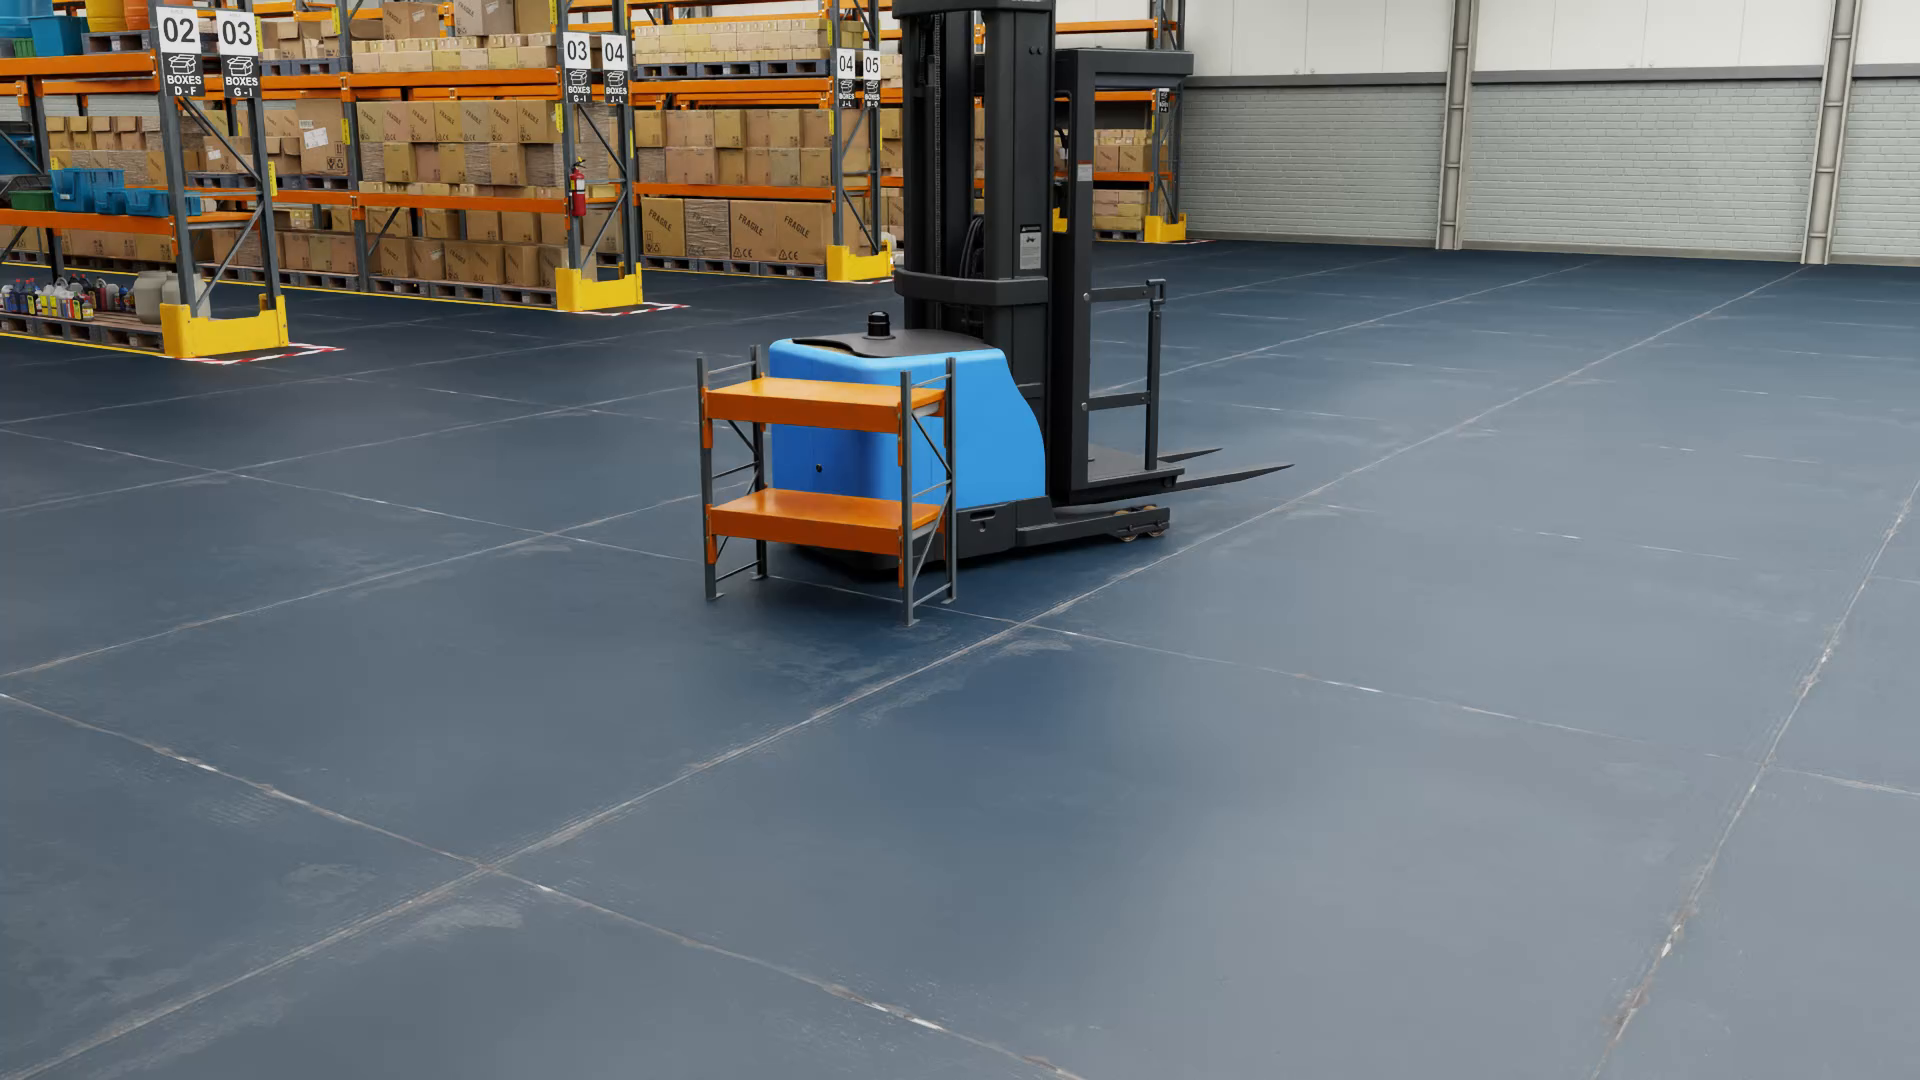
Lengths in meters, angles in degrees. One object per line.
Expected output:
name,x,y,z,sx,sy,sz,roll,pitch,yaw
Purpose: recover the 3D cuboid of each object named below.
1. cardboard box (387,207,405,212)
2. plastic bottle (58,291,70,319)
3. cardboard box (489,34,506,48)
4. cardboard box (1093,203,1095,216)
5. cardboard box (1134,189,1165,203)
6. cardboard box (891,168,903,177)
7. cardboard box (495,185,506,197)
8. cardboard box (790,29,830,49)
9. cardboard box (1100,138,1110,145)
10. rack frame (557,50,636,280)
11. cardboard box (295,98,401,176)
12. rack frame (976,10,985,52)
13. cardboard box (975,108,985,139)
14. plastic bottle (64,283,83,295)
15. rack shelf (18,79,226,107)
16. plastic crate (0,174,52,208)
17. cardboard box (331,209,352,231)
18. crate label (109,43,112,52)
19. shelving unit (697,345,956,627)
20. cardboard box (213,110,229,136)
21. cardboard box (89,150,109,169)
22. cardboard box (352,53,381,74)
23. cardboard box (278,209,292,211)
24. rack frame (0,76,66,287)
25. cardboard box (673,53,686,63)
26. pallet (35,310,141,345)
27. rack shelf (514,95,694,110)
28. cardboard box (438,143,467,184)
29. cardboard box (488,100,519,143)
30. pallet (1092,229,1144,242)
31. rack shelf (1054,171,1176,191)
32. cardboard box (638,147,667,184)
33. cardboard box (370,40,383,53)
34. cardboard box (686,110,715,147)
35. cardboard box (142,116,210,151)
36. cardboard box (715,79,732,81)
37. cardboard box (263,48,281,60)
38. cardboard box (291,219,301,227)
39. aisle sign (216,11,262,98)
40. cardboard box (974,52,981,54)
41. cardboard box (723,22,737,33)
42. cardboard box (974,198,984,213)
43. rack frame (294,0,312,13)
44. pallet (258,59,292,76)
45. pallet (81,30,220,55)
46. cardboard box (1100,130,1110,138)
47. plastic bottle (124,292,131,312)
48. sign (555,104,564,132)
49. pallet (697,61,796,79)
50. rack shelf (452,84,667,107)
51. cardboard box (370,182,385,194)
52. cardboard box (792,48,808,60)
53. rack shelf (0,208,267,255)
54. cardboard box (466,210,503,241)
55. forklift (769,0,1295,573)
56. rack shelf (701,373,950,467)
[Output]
cardboard box,-9.675,-5.884,29.118,0.500,0.250,0.500,10,17,34
plastic bottle,-9.179,-2.426,17.132,0.135,0.276,0.152,9,16,31
cardboard box,-5.402,-5.959,19.892,0.250,0.149,0.380,9,17,33
cardboard box,2.532,-6.520,32.728,0.500,0.250,0.500,9,16,32
cardboard box,3.668,-6.728,32.526,0.500,0.250,0.500,9,16,32
cardboard box,-0.987,-6.416,29.021,0.250,0.149,0.380,9,17,33
cardboard box,-5.515,-4.315,20.536,0.250,0.149,0.380,9,17,33
cardboard box,-2.047,-7.070,23.511,0.500,0.250,0.500,9,17,34
cardboard box,2.908,-7.736,32.273,0.250,0.149,0.380,9,17,32
rack frame,-4.337,-4.305,19.971,0.127,3.000,1.000,9,17,33
cardboard box,-8.237,-5.471,22.559,1.000,1.000,1.000,9,17,33
rack frame,0.642,-10.720,33.400,0.127,3.000,1.000,9,17,33
cardboard box,0.648,-6.984,27.886,0.500,0.500,0.700,9,16,31
plastic bottle,-9.628,-2.658,18.070,0.135,0.276,0.152,9,17,33
rack shelf,-12.635,-6.753,25.115,4.000,0.370,1.077,9,17,33
plastic crate,-10.057,-3.728,17.770,0.504,0.338,0.767,9,17,33
cardboard box,-10.977,-5.728,30.049,0.500,0.500,0.500,10,17,35
crate label,-8.470,-5.018,16.919,0.408,0.251,0.502,9,17,33
shelving unit,-0.598,-0.270,7.573,1.048,1.125,0.538,6,15,24
cardboard box,-13.696,-7.851,31.387,0.500,0.500,0.500,9,16,32
cardboard box,-12.788,-5.649,25.191,0.500,0.500,0.500,10,17,34
cardboard box,-7.426,-6.113,21.346,0.500,0.250,0.500,8,16,31
cardboard box,-12.499,-6.103,31.055,0.250,0.149,0.380,10,17,35
rack frame,-10.420,-3.854,18.149,0.127,3.000,1.000,9,17,33
cardboard box,-4.062,-7.185,24.804,0.250,0.149,0.380,9,16,32
pallet,-8.870,-2.238,17.426,1.213,0.211,1.003,9,17,33
rack shelf,-7.104,-8.729,33.097,4.000,0.370,1.077,9,17,33
cardboard box,-6.059,-4.765,21.004,0.500,0.500,0.875,9,17,33
cardboard box,-5.349,-5.074,20.169,0.500,0.500,0.500,9,17,33
pallet,3.303,-6.012,32.669,1.213,0.211,1.003,9,17,33
rack shelf,2.301,-7.190,33.123,4.000,0.370,1.077,9,17,33
cardboard box,-4.491,-5.842,25.870,0.550,0.550,0.875,9,17,33
cardboard box,-7.300,-6.291,21.234,0.250,0.149,0.380,8,16,30
cardboard box,-3.625,-6.207,25.096,0.550,0.550,0.875,9,17,33
cardboard box,-11.573,-6.015,24.582,0.637,0.503,0.797,10,17,35
cardboard box,-4.163,-8.661,31.111,0.637,0.503,0.797,9,17,33
cardboard box,-9.268,-6.619,22.691,0.250,0.166,0.380,9,16,31
cardboard box,-12.113,-5.867,30.720,0.250,0.149,0.380,8,16,30
aisle sign,-6.878,-4.628,15.866,0.004,0.787,0.394,9,17,33
cardboard box,0.334,-8.061,27.767,0.250,0.149,0.380,9,16,32
cardboard box,-3.220,-7.436,24.158,0.250,0.149,0.380,9,17,33
cardboard box,0.383,-5.569,28.367,0.500,0.500,0.500,9,17,33
rack frame,-11.442,-9.802,29.692,0.127,3.000,1.000,9,17,33
pallet,-8.971,-6.449,22.780,1.003,0.211,1.213,9,17,33
pallet,-7.733,-4.812,16.171,1.213,0.211,1.003,9,17,33
cardboard box,2.927,-7.890,32.275,0.250,0.149,0.380,9,17,33
plastic bottle,-8.881,-2.551,17.792,0.097,0.201,0.097,0,14,0
sign,-4.663,-4.912,19.358,0.005,0.325,0.100,9,17,33
pallet,-3.123,-6.954,24.616,1.213,0.211,1.003,9,17,33
rack shelf,-6.464,-7.192,26.888,4.000,0.370,1.077,9,17,33
cardboard box,-7.445,-4.594,21.664,0.250,0.149,0.380,9,17,33
cardboard box,-2.159,-6.878,23.563,0.250,0.149,0.380,9,17,33
rack shelf,-8.761,-3.236,17.152,4.000,0.370,1.077,9,17,33
cardboard box,-7.668,-5.365,28.063,0.750,0.750,1.050,9,16,32
forklift,0.515,-1.508,8.815,3.031,2.935,1.130,-9,17,-33
rack shelf,-0.598,-0.554,7.503,1.000,0.278,0.538,6,15,24
